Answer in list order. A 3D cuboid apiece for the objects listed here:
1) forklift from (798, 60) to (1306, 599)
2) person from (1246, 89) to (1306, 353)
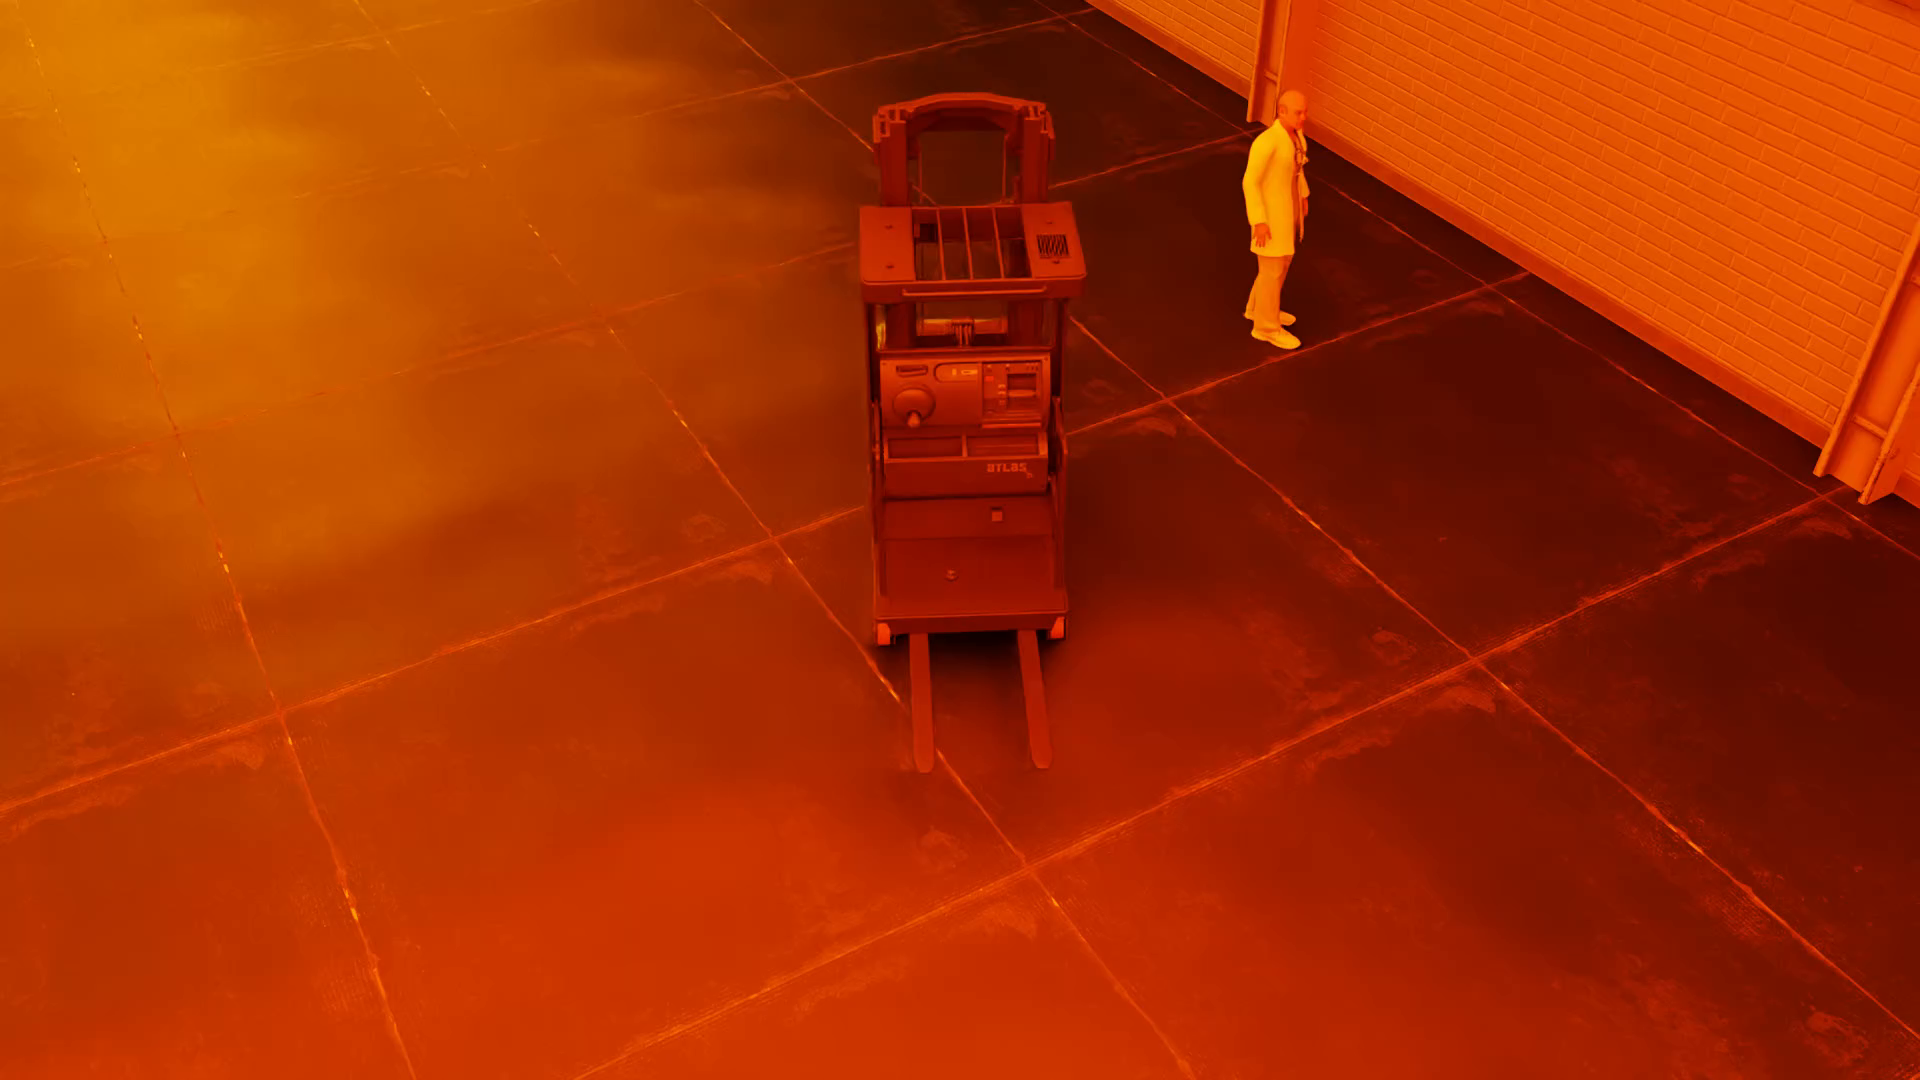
[{"bbox_3d":[0.581,-1.209,9.494,3.031,2.935,1.130,-6,40,-7],"label":"forklift"},{"bbox_3d":[2.309,-2.264,11.659,0.583,1.775,0.695,22,44,24],"label":"person"}]
